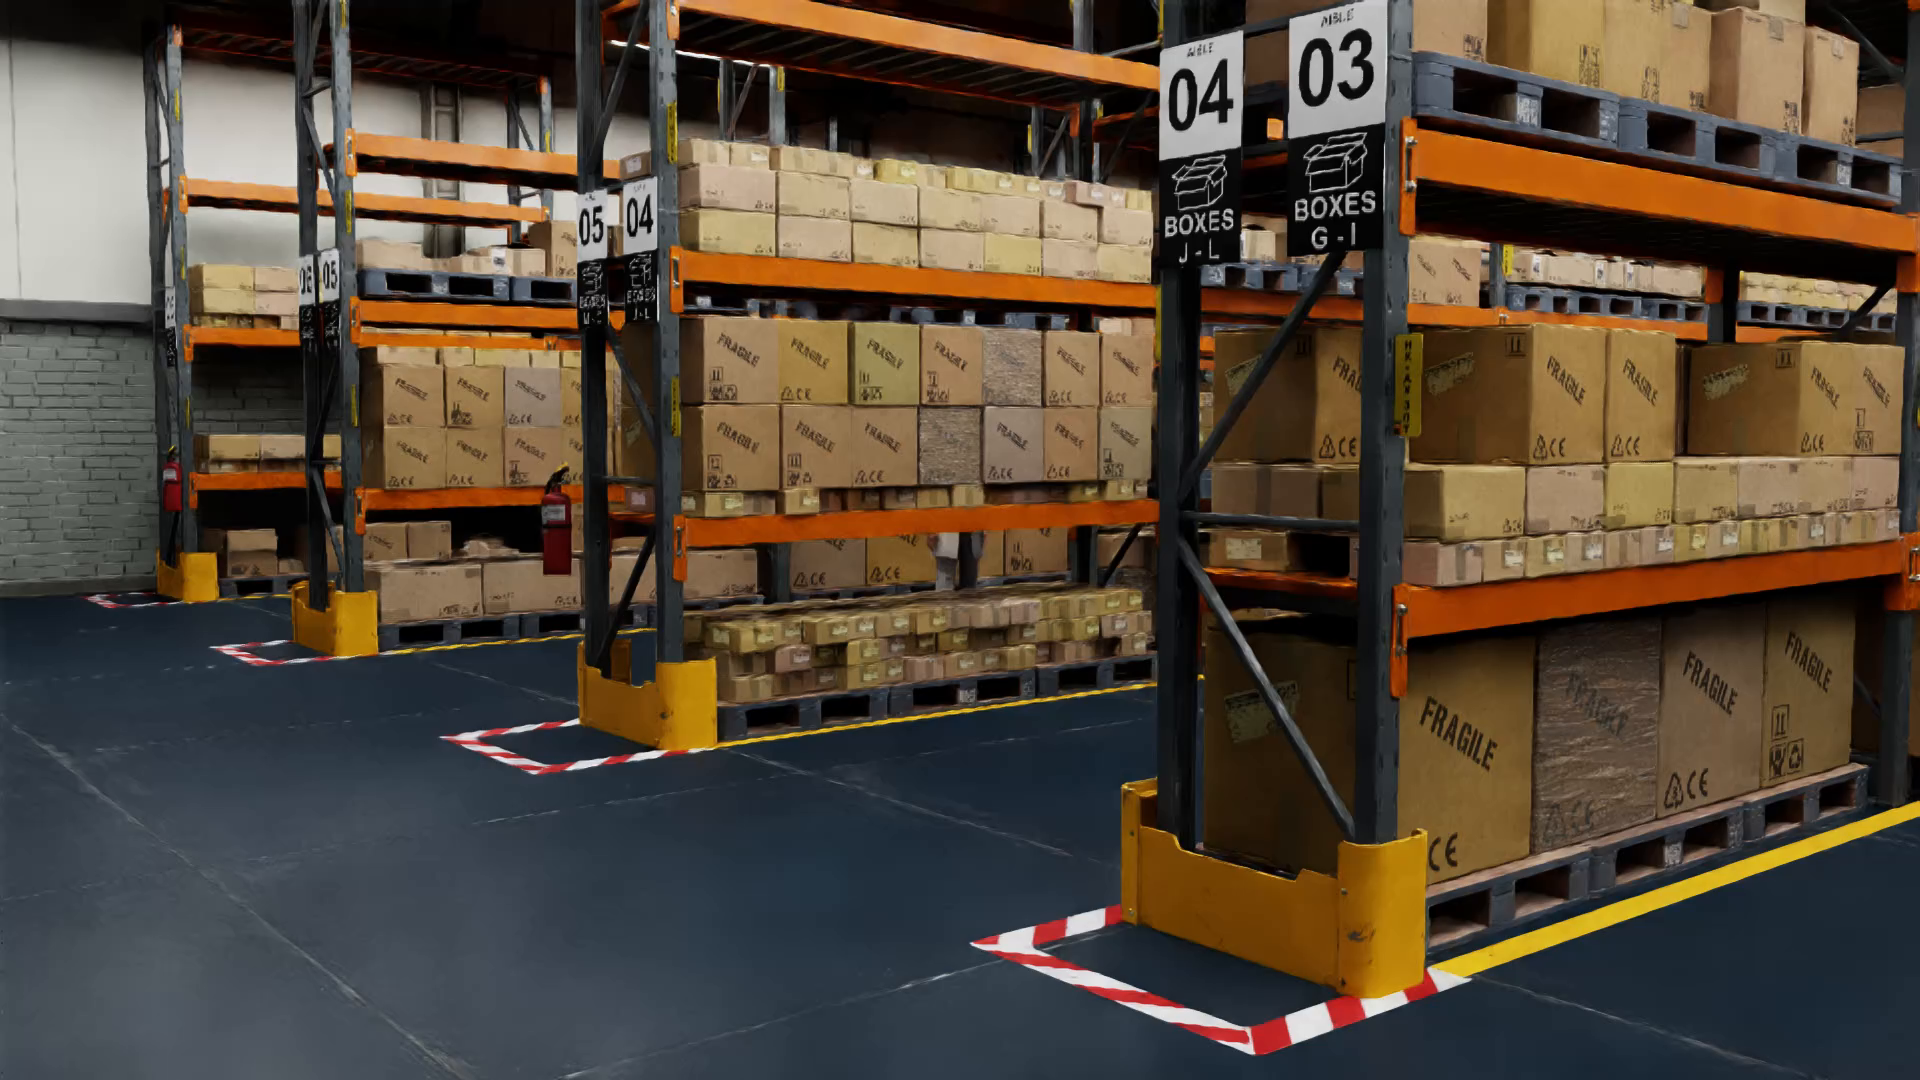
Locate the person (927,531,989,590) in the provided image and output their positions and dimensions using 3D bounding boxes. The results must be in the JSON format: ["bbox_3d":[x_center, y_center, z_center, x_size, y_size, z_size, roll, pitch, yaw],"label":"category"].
[{"bbox_3d":[-0.008,-0.051,14.040,0.637,1.826,0.433,-2,5,-26],"label":"person"}]
